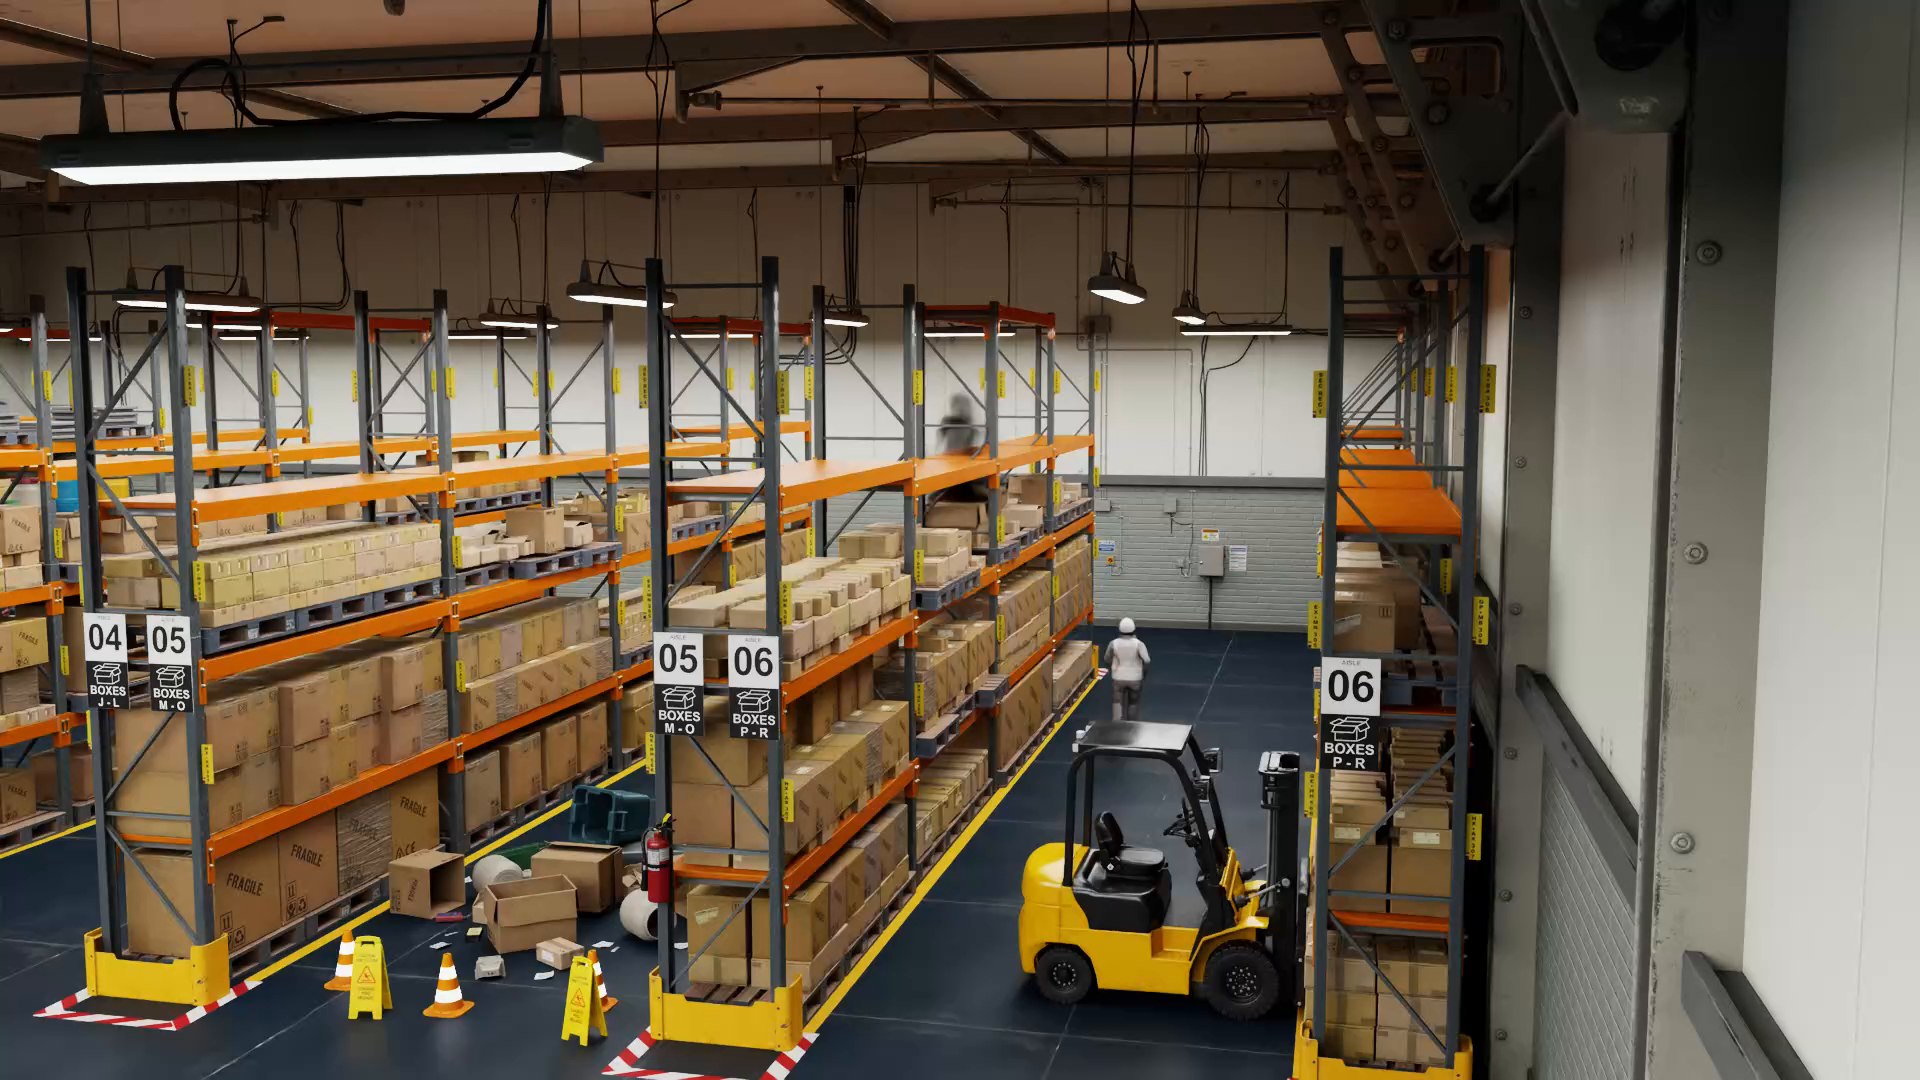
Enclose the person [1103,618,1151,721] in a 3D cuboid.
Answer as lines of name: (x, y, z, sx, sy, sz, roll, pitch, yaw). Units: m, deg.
person: (2.345, 1.947, 23.316, 0.668, 1.738, 0.794, 1, 6, 11)
